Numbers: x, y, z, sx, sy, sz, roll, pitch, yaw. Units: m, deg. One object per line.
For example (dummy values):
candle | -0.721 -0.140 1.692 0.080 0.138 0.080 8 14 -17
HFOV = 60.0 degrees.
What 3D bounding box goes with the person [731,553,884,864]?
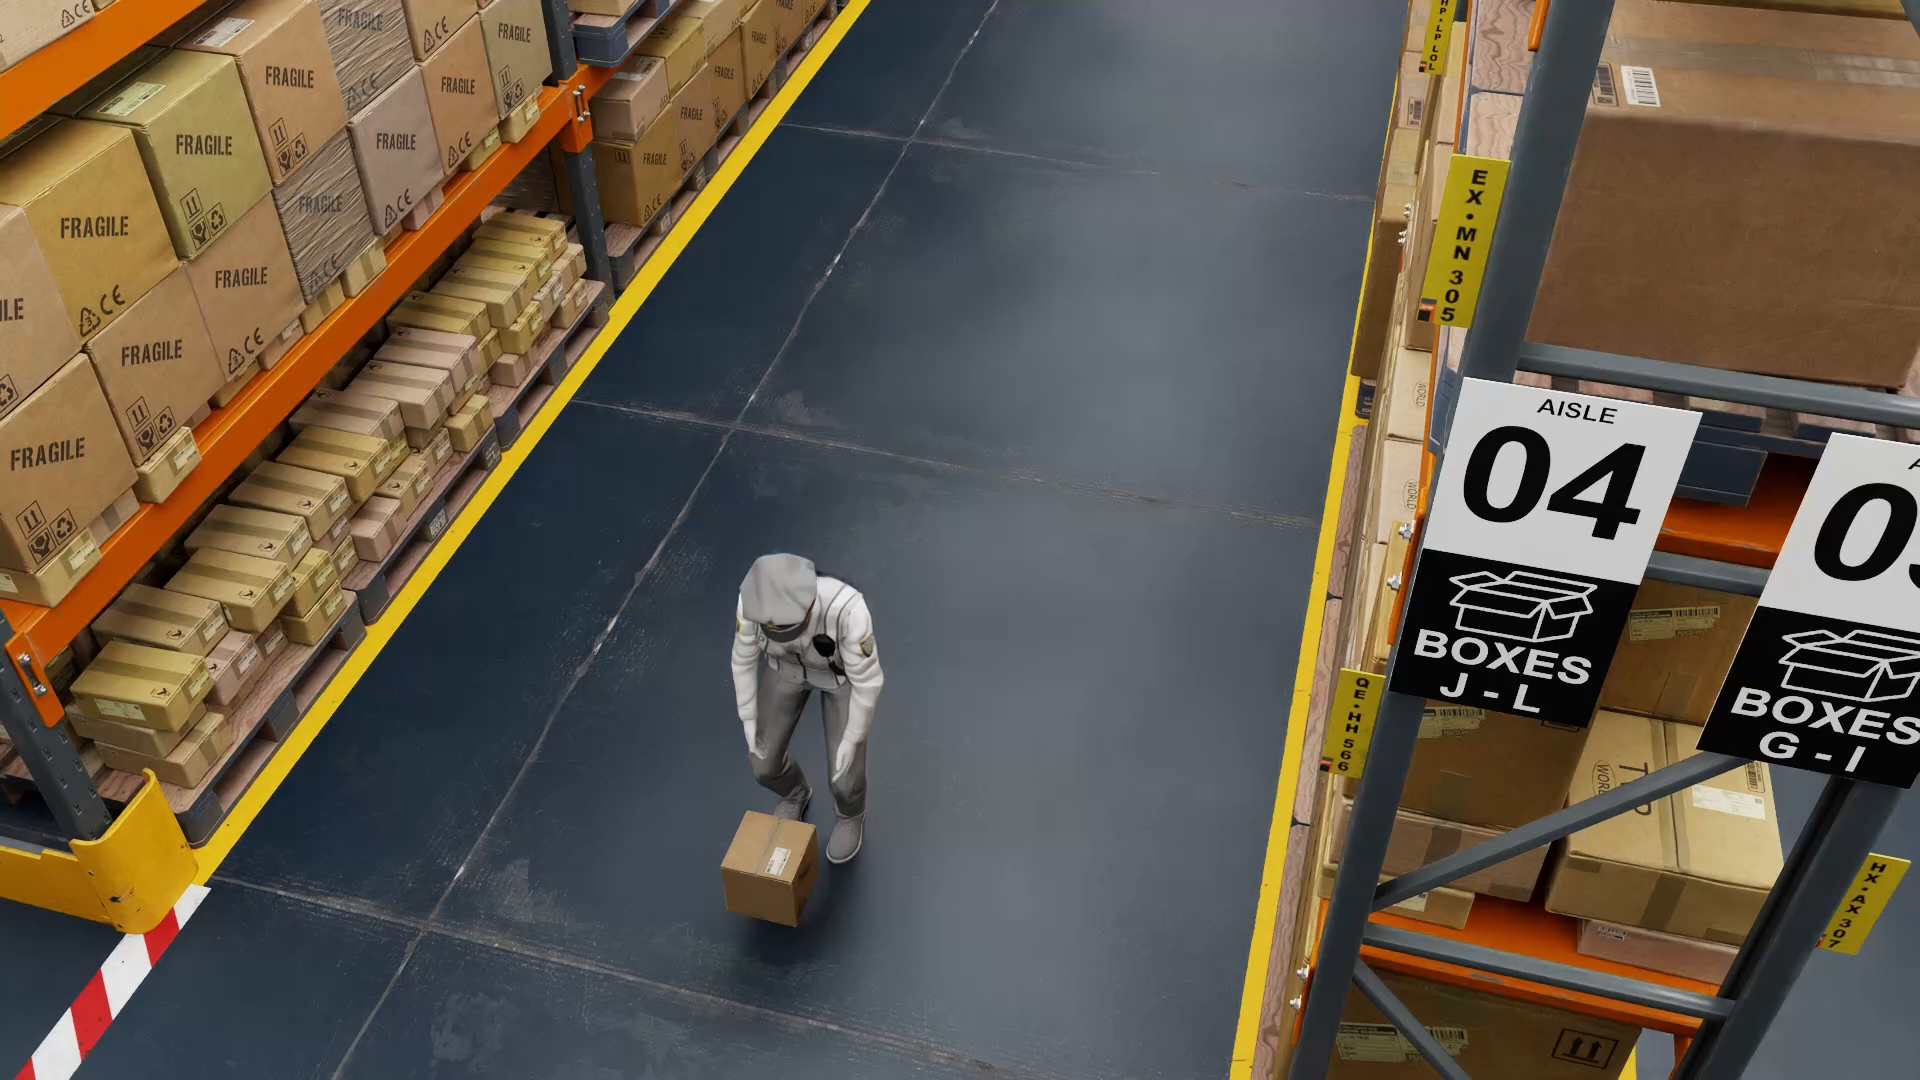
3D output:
person | -0.503 0.542 5.690 0.532 1.479 0.633 10 42 12
